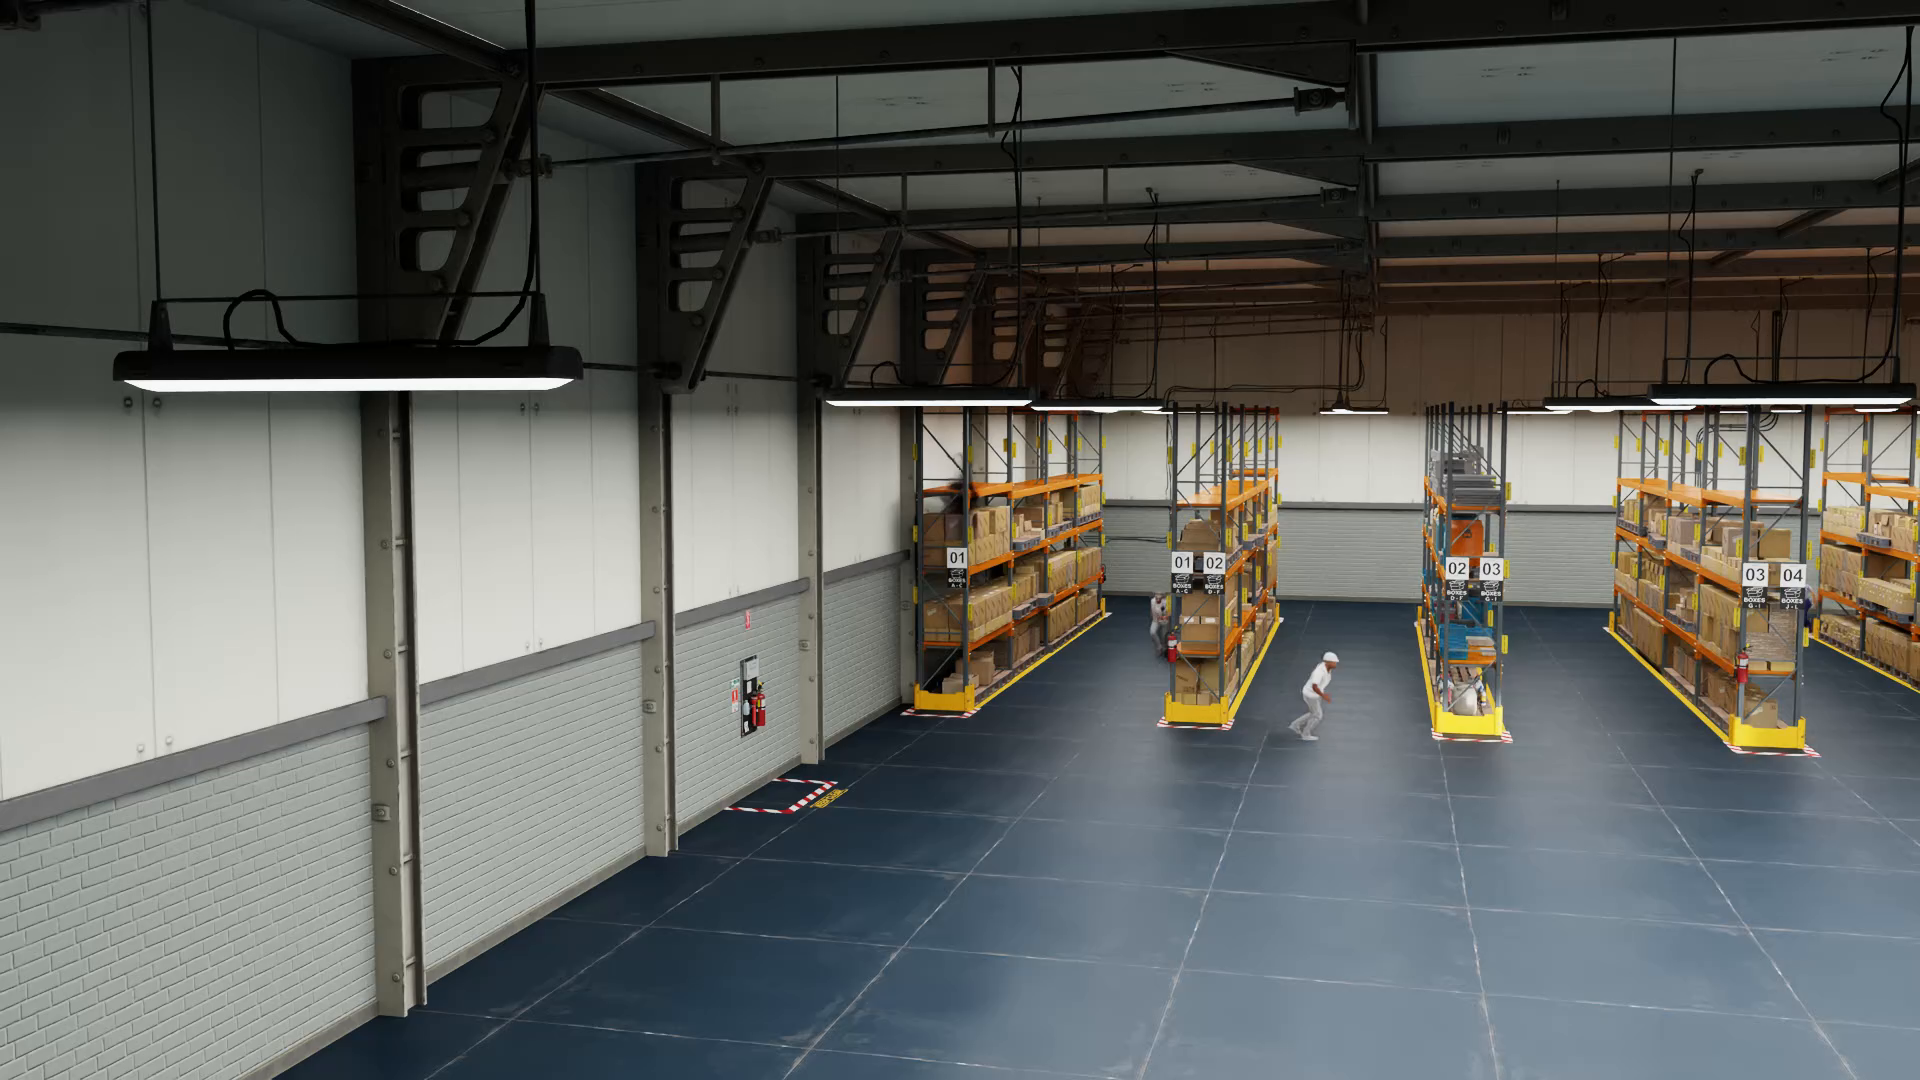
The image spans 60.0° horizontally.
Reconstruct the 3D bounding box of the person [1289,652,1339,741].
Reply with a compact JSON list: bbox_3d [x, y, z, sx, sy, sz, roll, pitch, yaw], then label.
[{"bbox_3d":[6.243,2.749,29.325,0.916,1.605,0.670,2,5,22],"label":"person"}]

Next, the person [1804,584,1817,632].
[{"bbox_3d":[22.398,1.692,44.206,0.623,1.557,0.622,-1,4,-8],"label":"person"}]

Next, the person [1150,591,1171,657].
[{"bbox_3d":[4.848,1.996,39.932,0.685,1.557,1.107,2,5,24],"label":"person"}]
